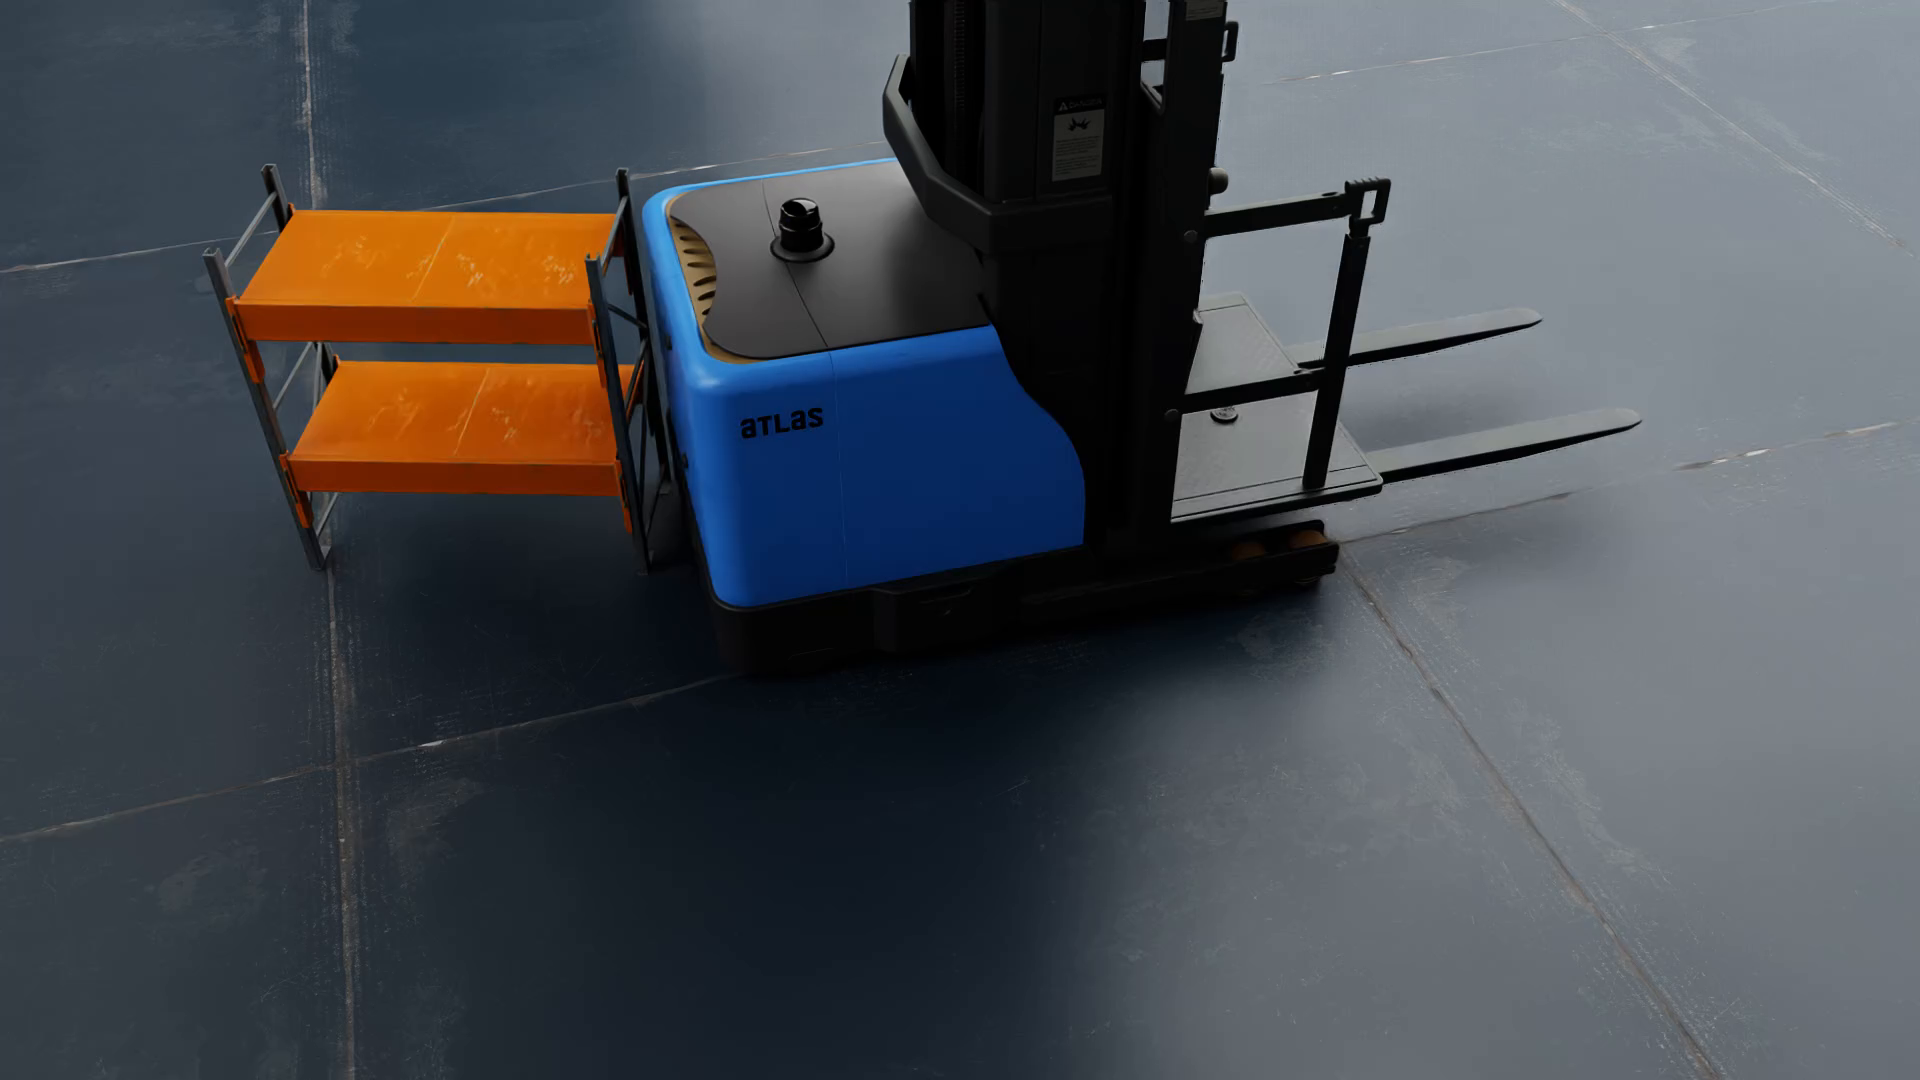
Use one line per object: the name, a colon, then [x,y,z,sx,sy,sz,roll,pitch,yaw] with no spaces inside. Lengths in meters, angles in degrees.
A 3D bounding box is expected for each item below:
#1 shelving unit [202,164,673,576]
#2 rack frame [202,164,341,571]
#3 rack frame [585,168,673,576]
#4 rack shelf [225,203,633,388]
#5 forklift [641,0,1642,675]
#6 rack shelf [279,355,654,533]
shelving unit: [-1.477,-0.485,4.950,1.048,1.125,0.538,1,41,1]
rack frame: [-1.985,-0.493,4.959,0.032,1.125,0.500,1,41,1]
rack frame: [-0.969,-0.477,4.941,0.032,1.125,0.500,1,41,1]
rack shelf: [-1.477,-0.705,4.758,1.000,0.278,0.538,1,41,1]
forklift: [0.650,-1.260,4.465,3.031,2.935,1.130,-11,42,-12]
rack shelf: [-1.477,-0.301,5.111,1.000,0.278,0.538,1,41,1]
